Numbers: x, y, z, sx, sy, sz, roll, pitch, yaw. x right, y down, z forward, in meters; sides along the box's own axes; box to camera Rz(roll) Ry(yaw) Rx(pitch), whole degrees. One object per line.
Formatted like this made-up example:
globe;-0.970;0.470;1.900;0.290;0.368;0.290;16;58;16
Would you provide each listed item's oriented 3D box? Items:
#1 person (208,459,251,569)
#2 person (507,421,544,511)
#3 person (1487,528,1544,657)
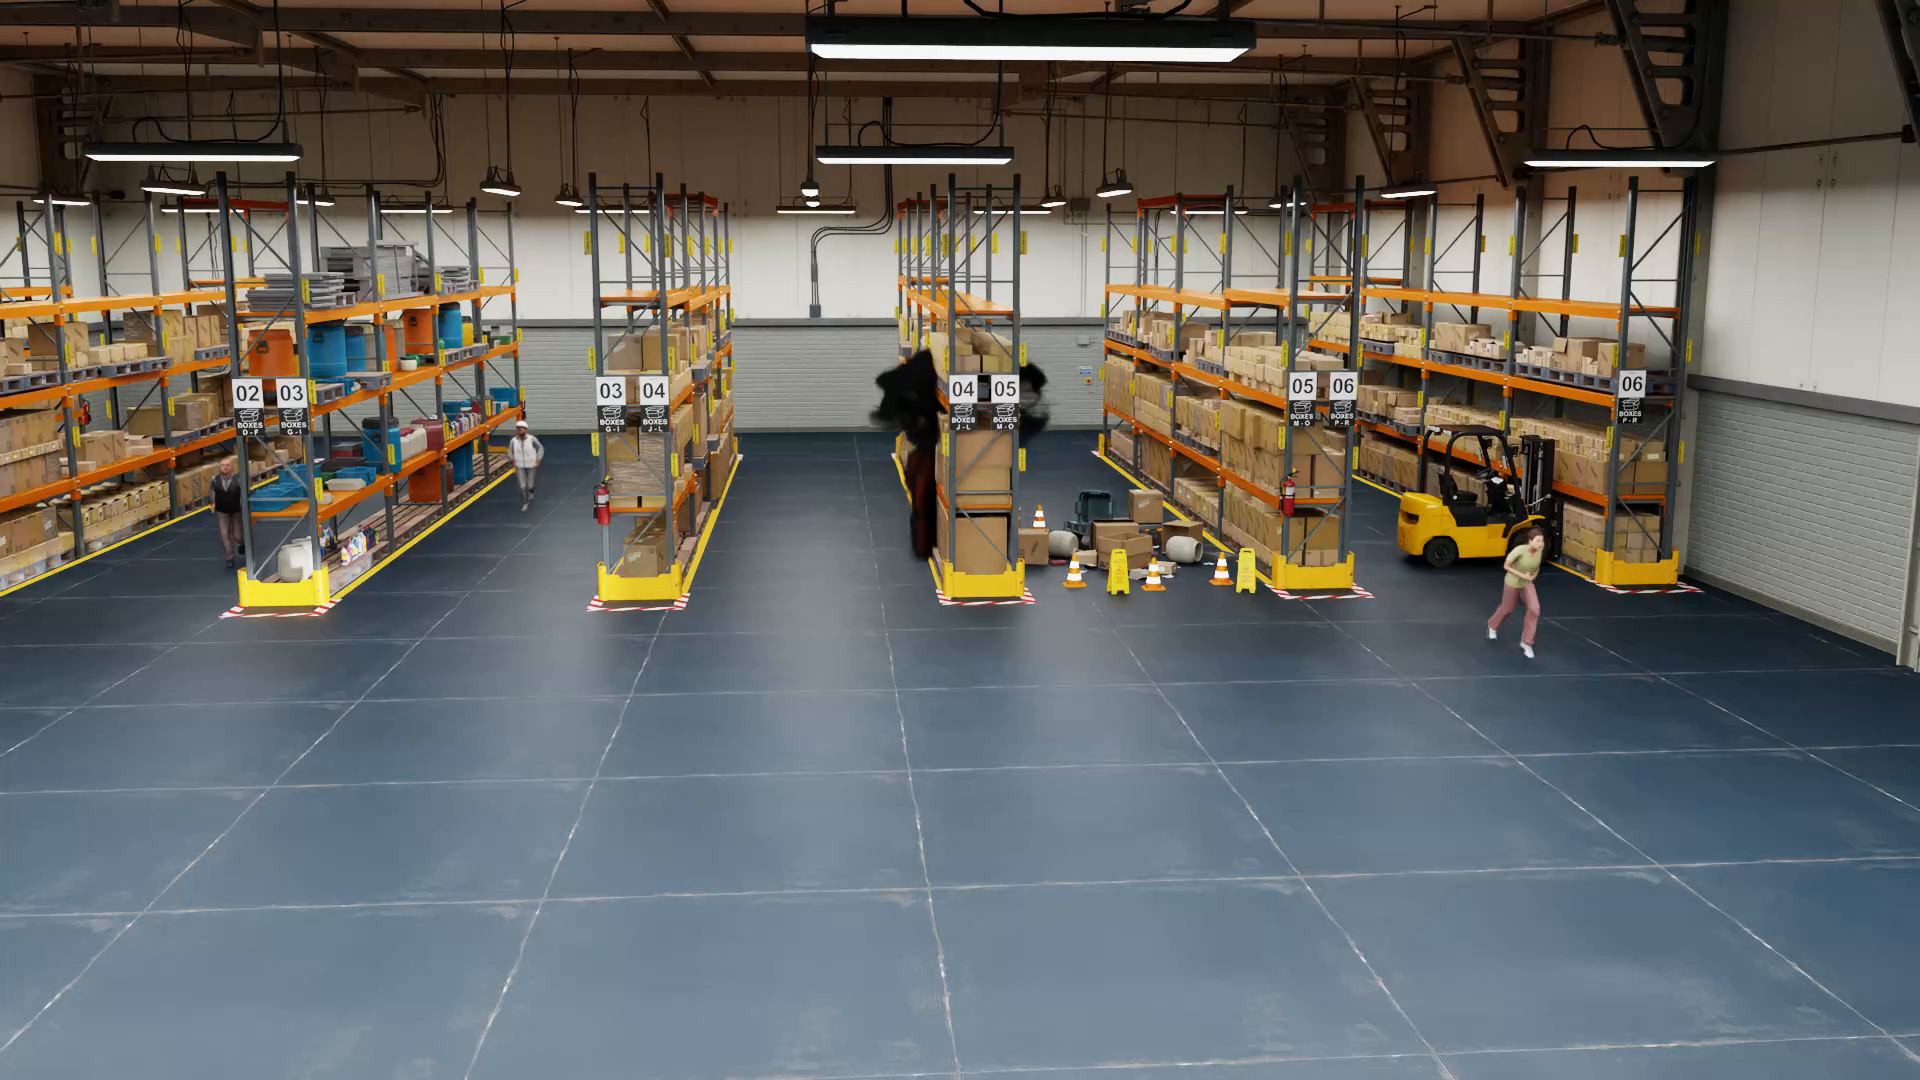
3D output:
person;-11.580;-0.448;26.406;0.645;1.709;0.882;-3;10;-15
person;-8.300;-1.417;31.783;0.674;1.738;0.653;-1;10;-7
person;6.965;0.602;20.862;0.619;1.626;0.960;-3;11;-18
